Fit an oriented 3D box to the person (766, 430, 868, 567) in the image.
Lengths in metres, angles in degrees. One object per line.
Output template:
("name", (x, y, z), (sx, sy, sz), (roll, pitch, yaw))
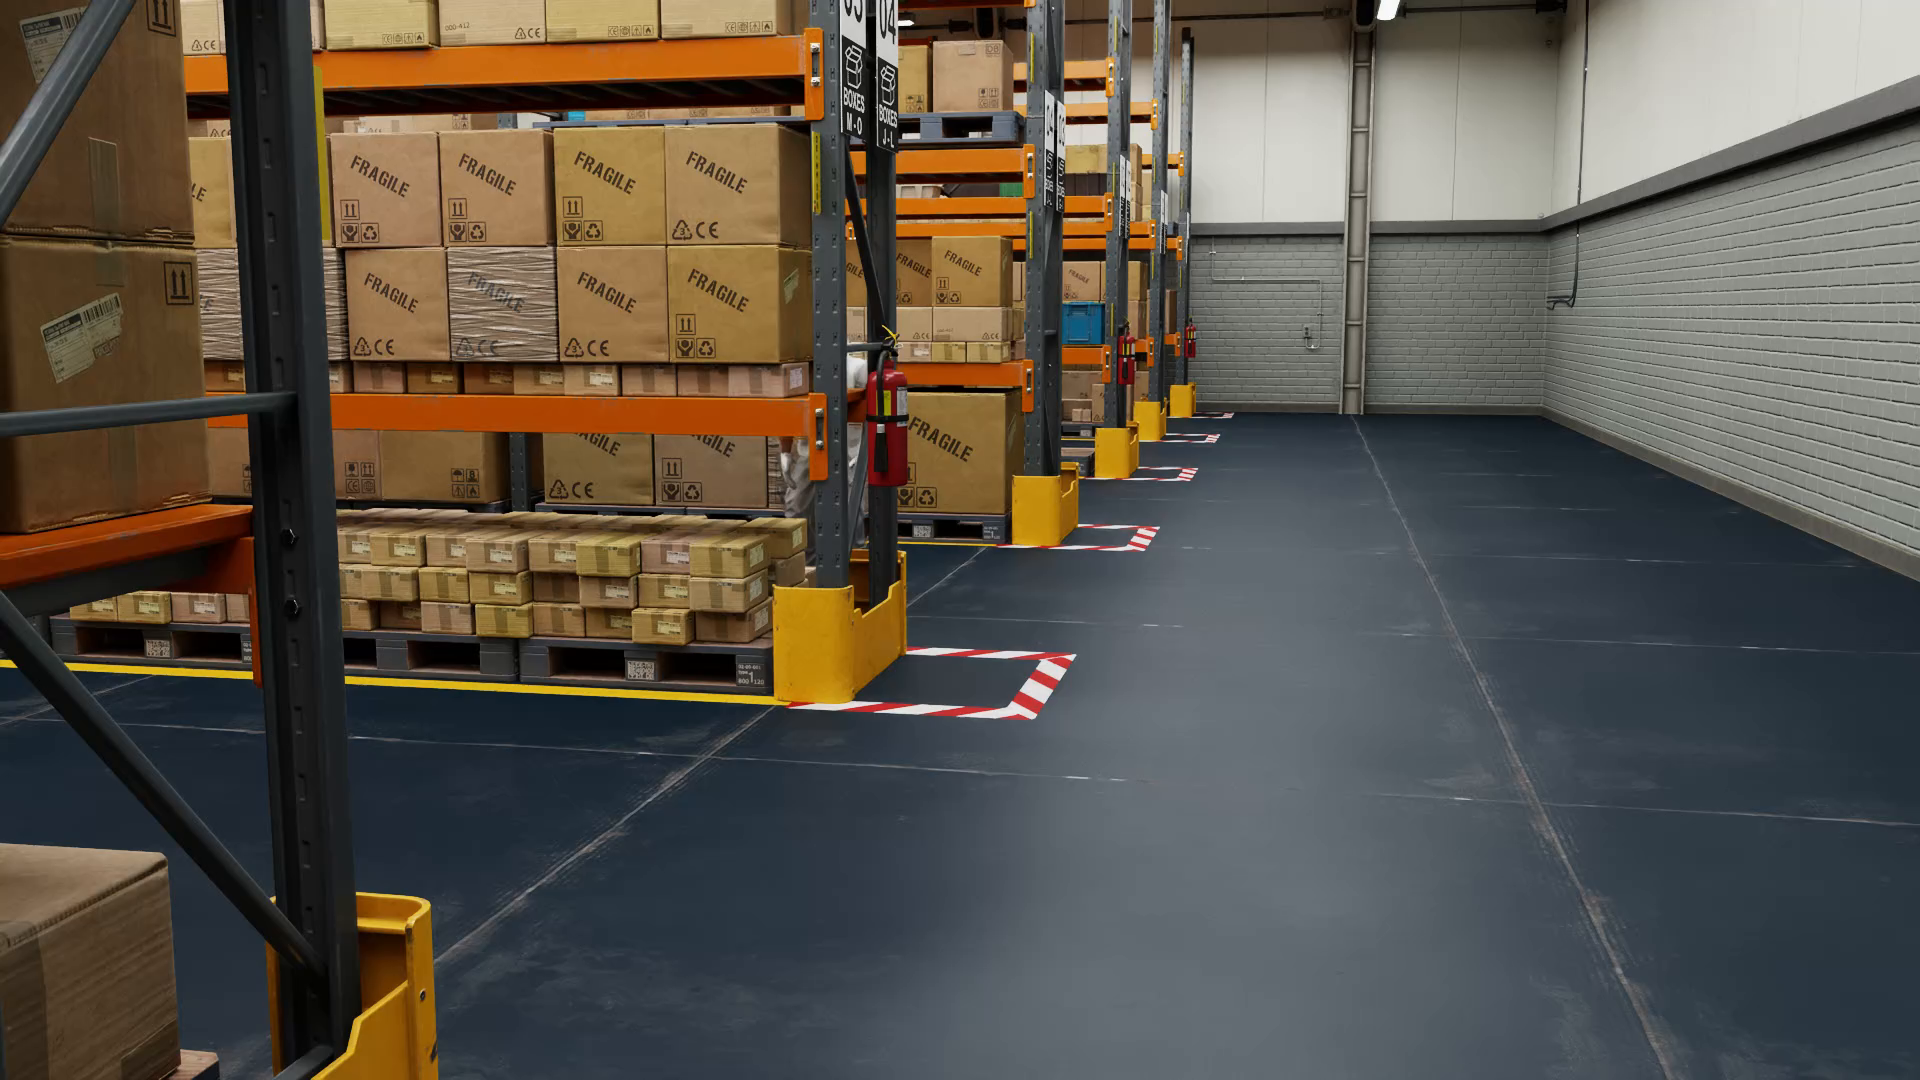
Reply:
("person", (-0.758, -0.195, 9.615), (0.588, 1.112, 0.879), (2, 8, 16))
